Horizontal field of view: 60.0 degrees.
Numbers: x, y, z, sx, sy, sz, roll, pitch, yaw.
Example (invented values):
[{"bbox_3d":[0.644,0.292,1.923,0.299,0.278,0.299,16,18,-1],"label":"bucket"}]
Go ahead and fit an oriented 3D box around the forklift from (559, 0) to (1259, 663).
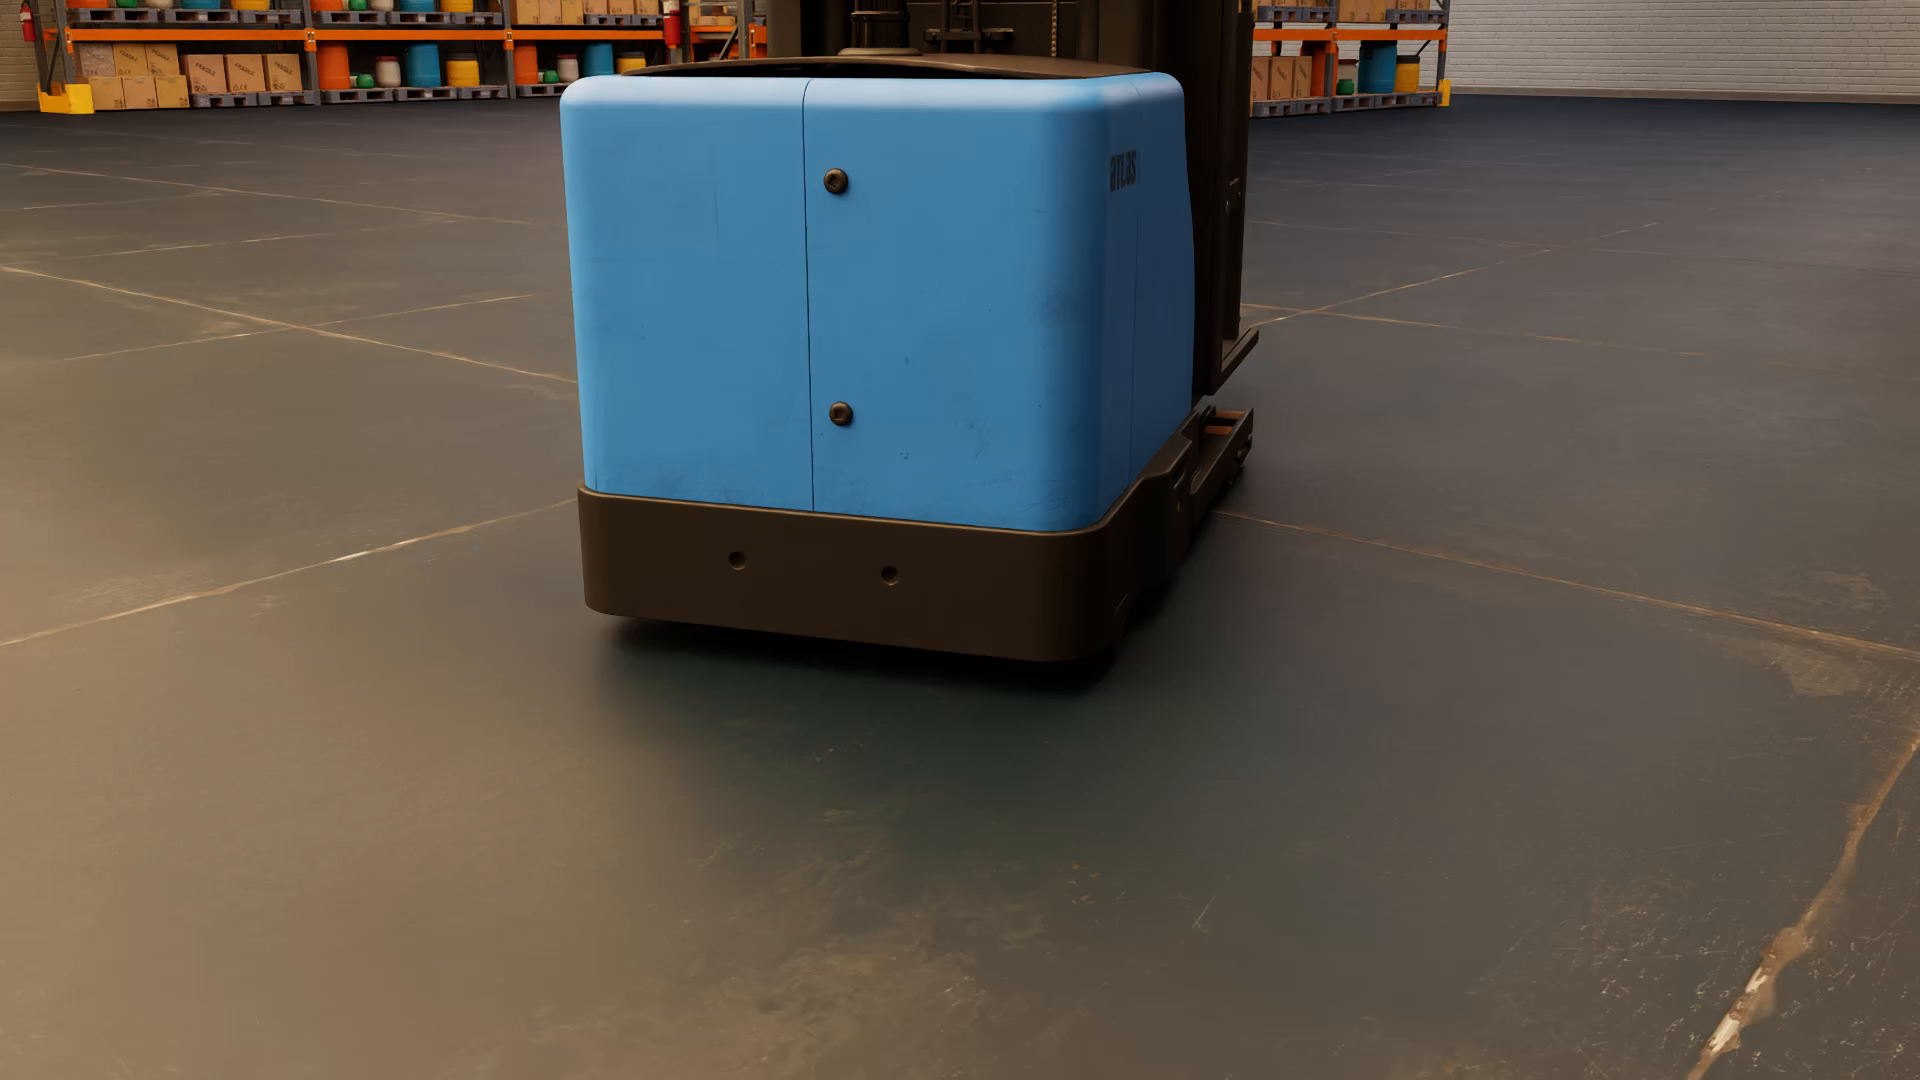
[{"bbox_3d":[0.182,-1.571,4.072,1.130,2.935,3.031,5,18,17],"label":"forklift"}]
